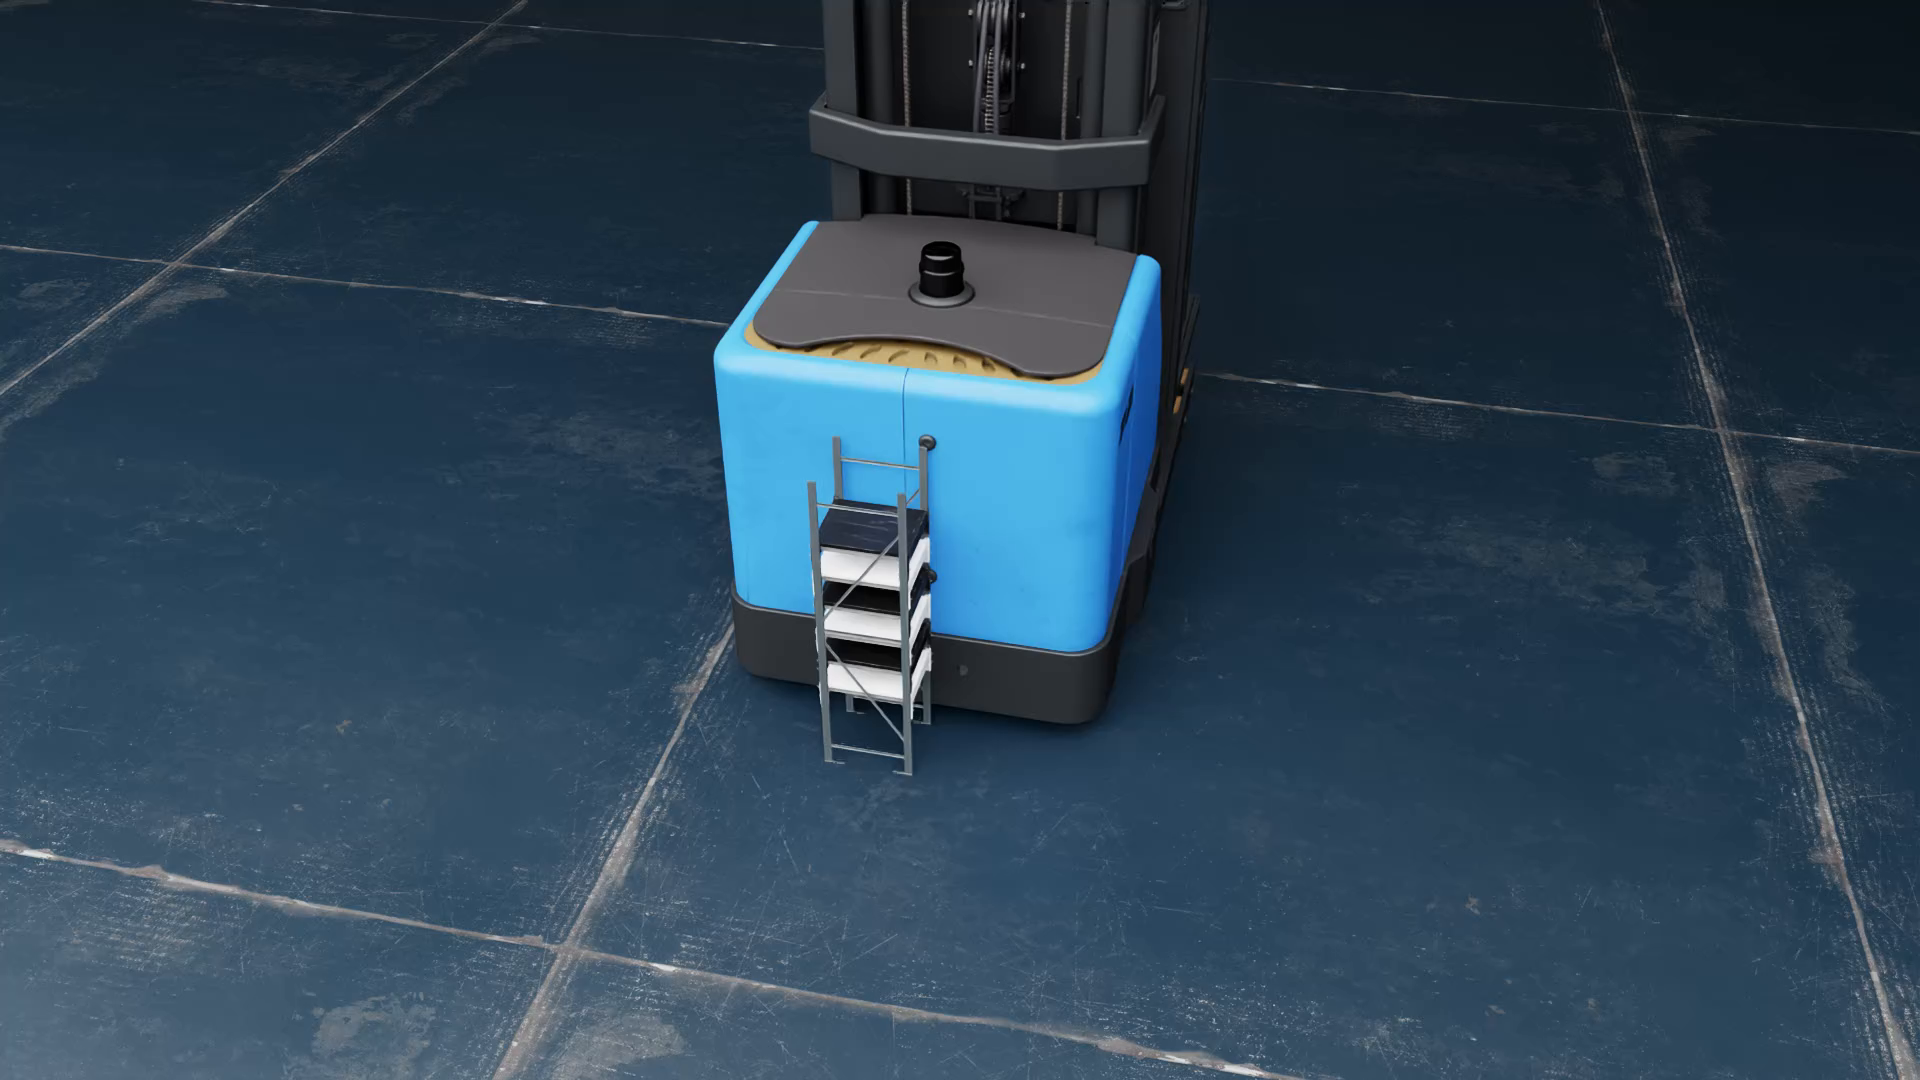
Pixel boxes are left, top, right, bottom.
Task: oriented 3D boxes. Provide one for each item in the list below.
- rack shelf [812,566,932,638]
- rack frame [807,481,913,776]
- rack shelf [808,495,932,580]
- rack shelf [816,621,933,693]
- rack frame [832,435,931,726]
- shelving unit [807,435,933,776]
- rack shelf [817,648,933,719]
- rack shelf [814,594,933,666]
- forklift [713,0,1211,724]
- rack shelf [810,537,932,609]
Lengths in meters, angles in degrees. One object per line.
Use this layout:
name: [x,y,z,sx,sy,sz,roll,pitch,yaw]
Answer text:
rack shelf: [-0.219,0.138,4.196,0.258,0.077,0.200,8,37,11]
rack frame: [-0.242,0.242,4.149,0.240,0.900,0.006,8,37,11]
rack shelf: [-0.219,-0.008,4.090,0.258,0.077,0.200,8,37,11]
rack shelf: [-0.219,0.284,4.302,0.258,0.077,0.200,8,37,11]
rack frame: [-0.196,0.126,4.309,0.240,0.900,0.006,8,37,11]
shelving unit: [-0.219,0.184,4.229,0.258,0.900,0.210,8,37,11]
rack shelf: [-0.219,0.357,4.354,0.258,0.077,0.200,8,37,11]
rack shelf: [-0.219,0.211,4.249,0.258,0.077,0.200,8,37,11]
forklift: [0.208,-1.558,4.902,1.130,2.935,3.031,8,37,11]
rack shelf: [-0.219,0.065,4.143,0.258,0.077,0.200,8,37,11]
